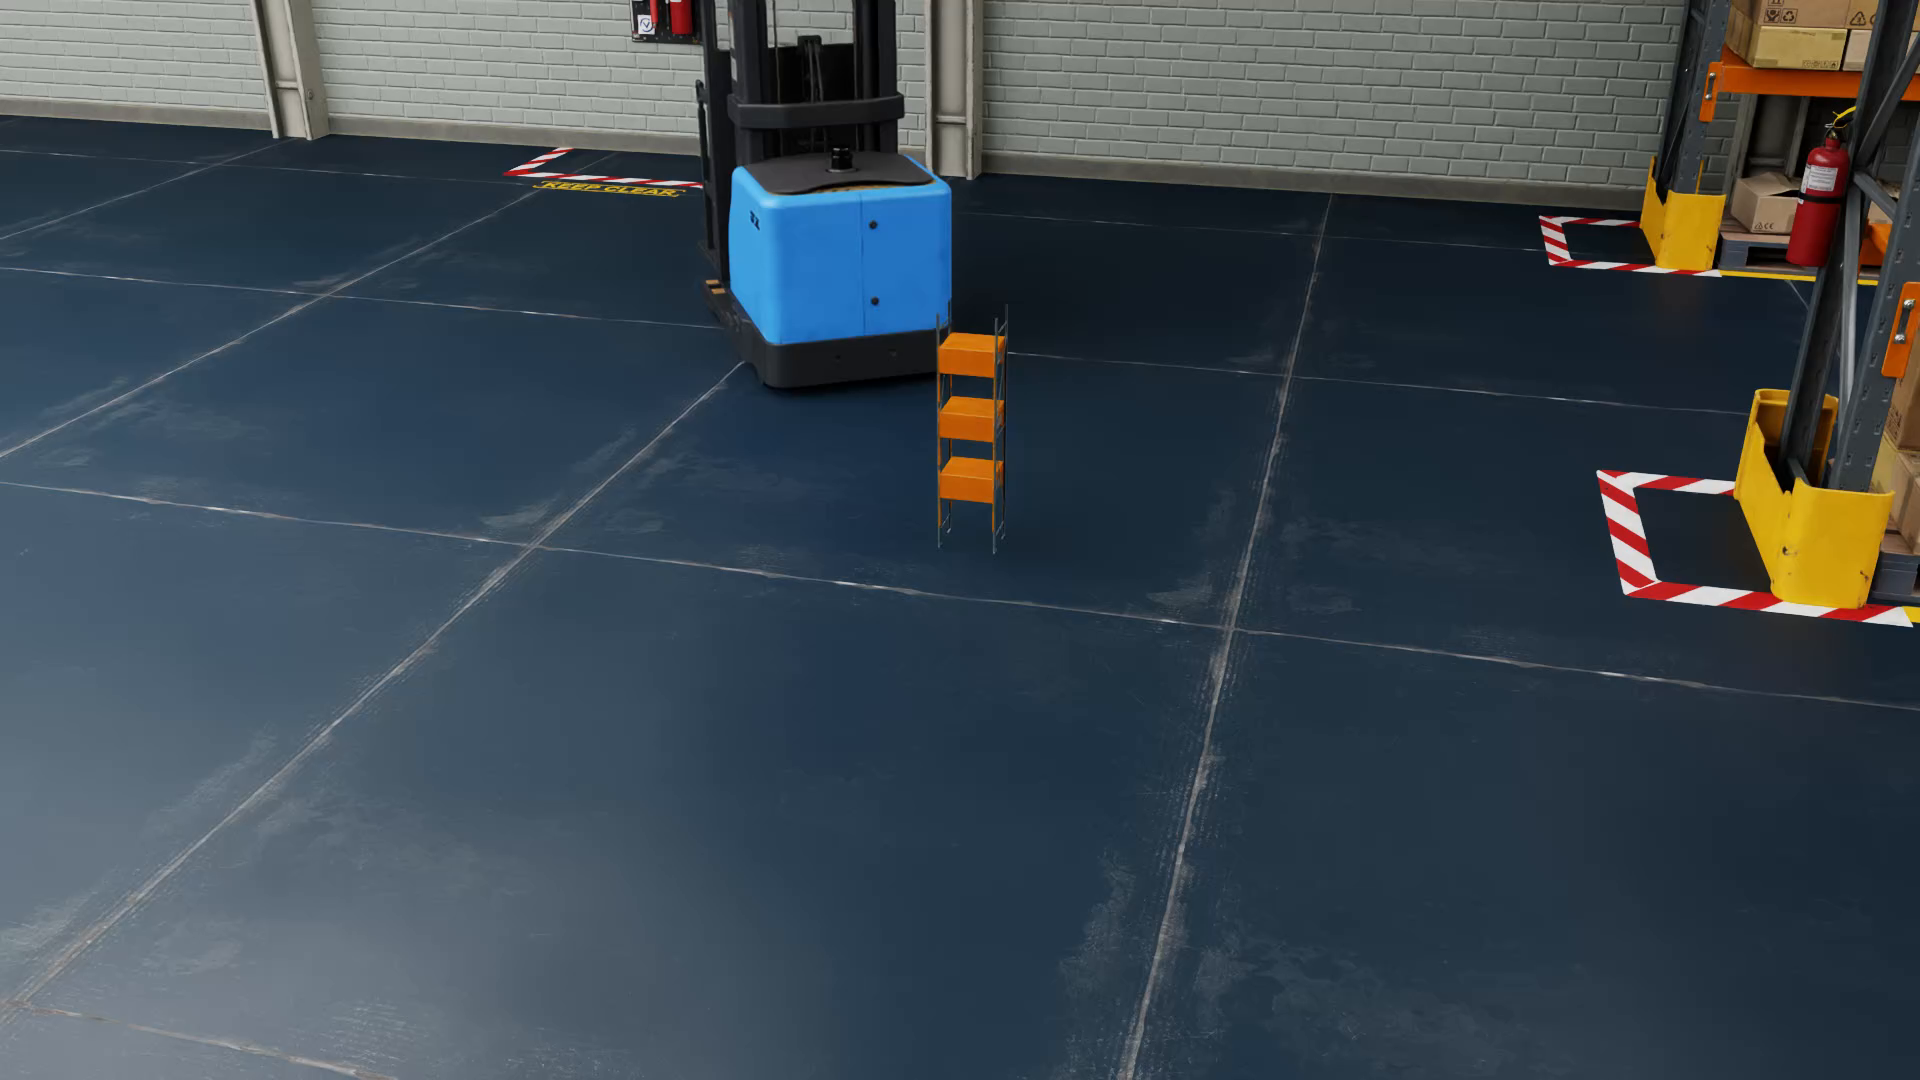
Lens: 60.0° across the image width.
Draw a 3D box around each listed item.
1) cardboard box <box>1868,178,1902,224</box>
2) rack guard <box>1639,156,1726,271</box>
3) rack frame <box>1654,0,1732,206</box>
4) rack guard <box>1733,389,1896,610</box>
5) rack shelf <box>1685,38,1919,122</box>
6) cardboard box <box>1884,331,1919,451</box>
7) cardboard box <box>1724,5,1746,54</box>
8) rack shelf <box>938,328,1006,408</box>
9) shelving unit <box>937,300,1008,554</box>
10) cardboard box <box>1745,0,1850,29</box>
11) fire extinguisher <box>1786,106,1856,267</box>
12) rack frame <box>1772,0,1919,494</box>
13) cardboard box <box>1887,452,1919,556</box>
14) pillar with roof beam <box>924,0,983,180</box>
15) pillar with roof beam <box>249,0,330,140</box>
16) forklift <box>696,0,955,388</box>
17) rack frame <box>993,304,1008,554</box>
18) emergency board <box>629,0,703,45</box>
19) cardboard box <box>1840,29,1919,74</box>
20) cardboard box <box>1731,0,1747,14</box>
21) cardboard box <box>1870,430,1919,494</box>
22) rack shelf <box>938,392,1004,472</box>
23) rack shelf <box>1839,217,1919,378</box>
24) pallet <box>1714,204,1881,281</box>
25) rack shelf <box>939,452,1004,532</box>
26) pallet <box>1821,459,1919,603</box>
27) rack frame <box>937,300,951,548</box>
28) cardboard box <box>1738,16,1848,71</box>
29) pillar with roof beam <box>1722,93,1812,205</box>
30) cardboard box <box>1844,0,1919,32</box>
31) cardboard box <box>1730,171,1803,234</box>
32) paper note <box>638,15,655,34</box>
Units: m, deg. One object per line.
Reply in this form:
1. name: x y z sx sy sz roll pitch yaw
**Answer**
1. cardboard box: 6.068 -2.203 11.005 0.500 0.311 0.500 9 27 17
2. rack guard: 4.942 -2.254 11.404 0.348 0.500 1.175 6 26 13
3. rack frame: 4.868 -3.391 10.884 0.127 3.000 1.000 6 26 13
4. rack guard: 3.615 -0.202 7.094 0.348 0.500 1.175 6 26 13
5. rack shelf: 6.805 -2.852 10.588 4.000 0.370 1.077 6 26 13
6. cardboard box: 4.231 -0.682 7.030 0.500 0.500 0.500 6 26 13
7. cardboard box: 5.369 -3.363 10.976 0.500 0.250 0.500 7 26 14
8. rack shelf: 0.052 -0.715 6.895 0.240 0.259 0.215 6 26 13
9. shelving unit: 0.052 -0.468 7.012 0.252 1.050 0.215 6 26 13
10. cardboard box: 5.255 -3.495 10.380 0.500 0.500 0.500 6 26 13
11. fire extinguisher: 3.639 -1.500 7.000 0.183 0.674 0.296 6 26 13
12. rack frame: 3.638 -1.329 6.551 0.127 3.000 1.000 6 26 13
13. cardboard box: 4.102 -0.127 6.737 0.500 0.250 0.500 6 26 13
14. pillar with roof beam: -1.122 -5.235 7.778 0.400 9.000 9.100 6 26 13
15. pillar with roof beam: -6.933 -5.878 9.127 0.400 9.000 9.100 6 26 13
16. forklift: -0.969 -2.734 9.583 1.130 2.935 3.031 -8 27 -16
17. rack frame: 0.170 -0.455 6.985 0.008 1.050 0.200 6 26 13
18. emergency board: -2.433 -4.599 13.421 0.643 1.169 0.194 6 26 13
19. cardboard box: 5.768 -3.098 10.420 0.500 0.250 0.500 5 26 11
20. cardboard box: 5.377 -3.709 10.830 0.500 0.500 0.500 6 26 12
21. cardboard box: 4.231 -0.342 7.190 0.500 0.250 0.500 6 26 13
22. rack shelf: 0.052 -0.459 7.017 0.240 0.259 0.215 6 26 13
23. rack shelf: 5.575 -0.790 6.256 4.000 0.370 1.077 6 26 13
24. pallet: 5.720 -2.022 11.252 1.213 0.211 1.003 6 26 13
25. rack shelf: 0.052 -0.208 7.136 0.240 0.259 0.215 6 26 13
26. pallet: 4.389 -0.005 7.015 1.213 0.211 1.003 6 26 13
27. rack frame: -0.066 -0.481 7.040 0.008 1.050 0.200 6 26 13
28. cardboard box: 5.261 -3.148 10.524 0.500 0.250 0.500 6 26 11
29. pillar with roof beam: 4.689 -4.593 6.429 0.400 9.000 9.100 6 26 13
30. cardboard box: 5.732 -3.438 10.260 0.500 0.500 0.500 6 26 13
31. cardboard box: 5.516 -2.264 11.133 0.500 0.311 0.500 3 26 7
32. paper note: -2.588 -4.249 13.710 0.142 0.148 0.016 6 26 13
